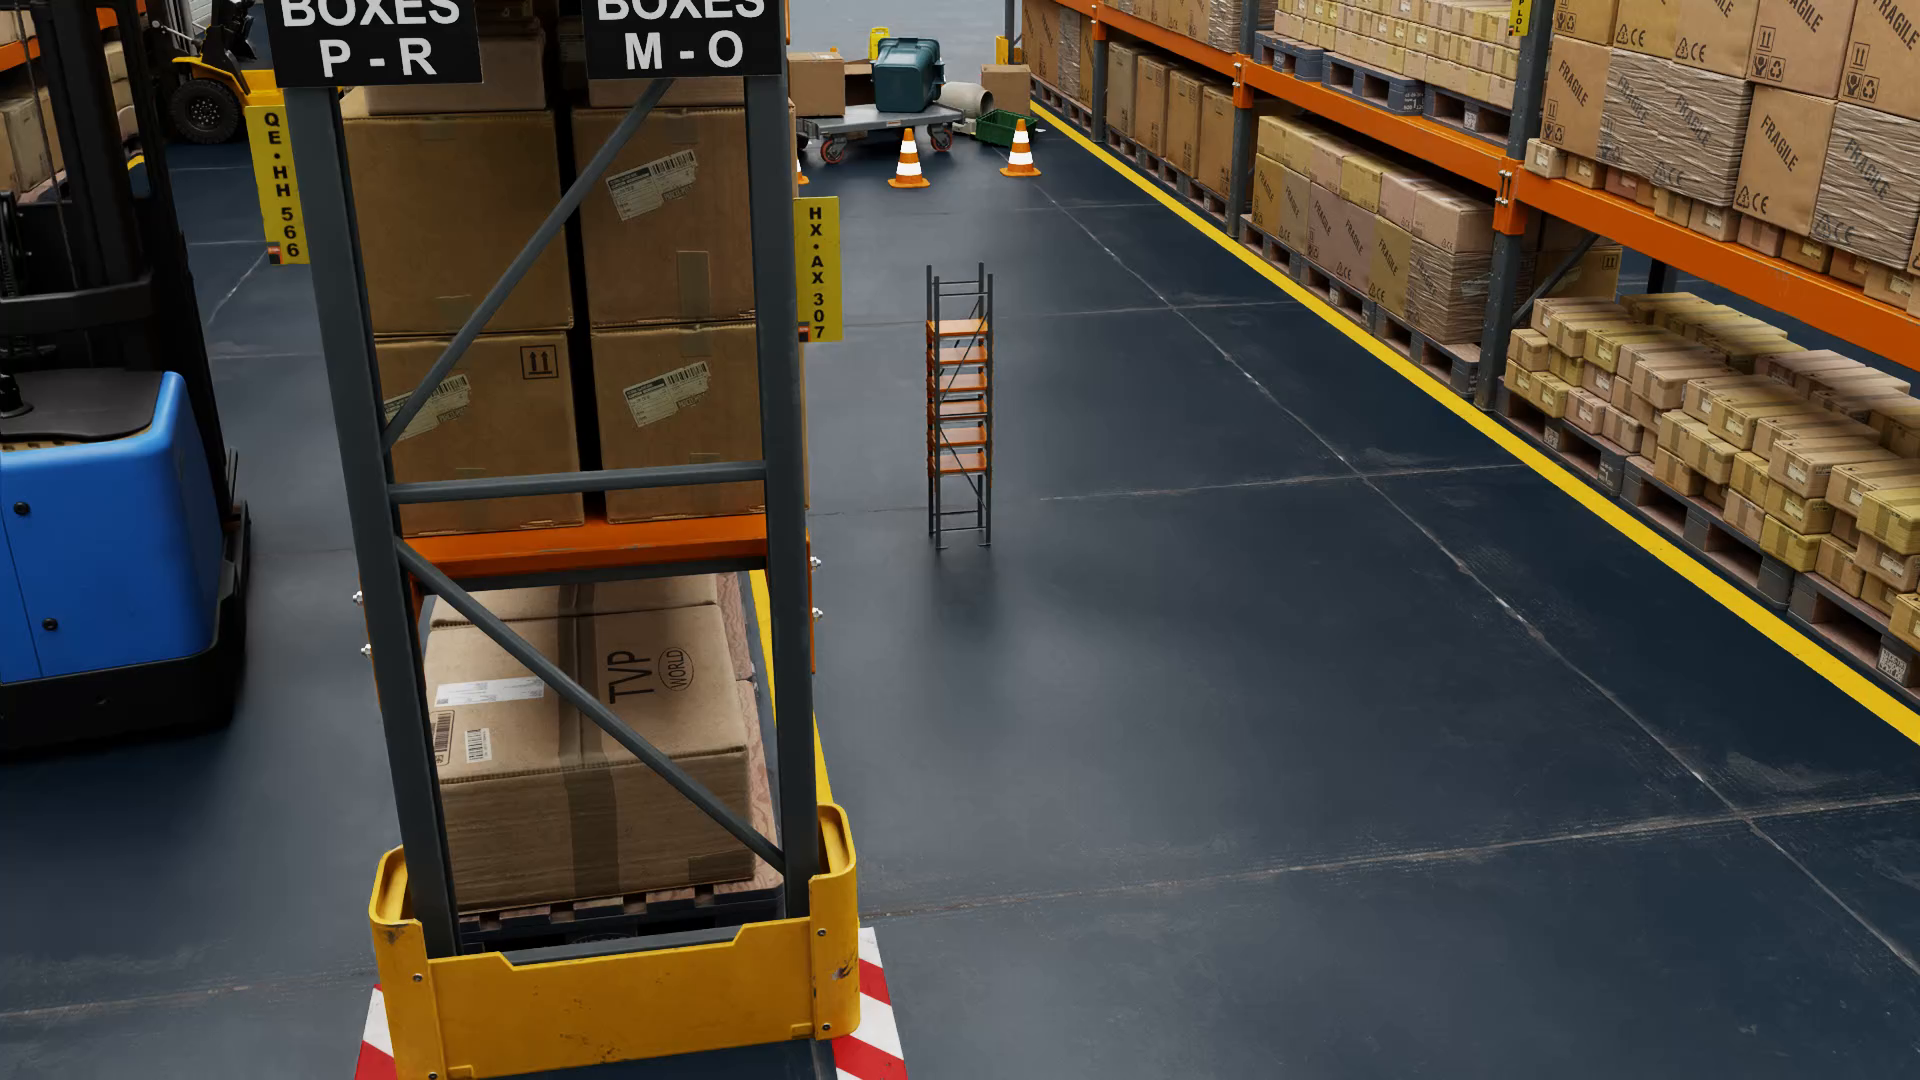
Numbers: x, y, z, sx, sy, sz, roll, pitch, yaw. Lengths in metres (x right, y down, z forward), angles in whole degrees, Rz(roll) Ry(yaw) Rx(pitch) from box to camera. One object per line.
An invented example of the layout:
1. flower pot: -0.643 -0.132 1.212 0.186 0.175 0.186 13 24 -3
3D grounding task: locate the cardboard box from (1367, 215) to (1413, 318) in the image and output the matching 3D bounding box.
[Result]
1. cardboard box: 2.767 -1.626 9.824 0.500 0.500 0.500 -5 24 -11

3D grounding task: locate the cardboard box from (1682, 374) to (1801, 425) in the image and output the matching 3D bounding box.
1. cardboard box: 3.362 -0.596 7.161 0.380 0.149 0.250 -5 24 -12

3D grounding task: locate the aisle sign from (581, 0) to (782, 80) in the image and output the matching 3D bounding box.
1. aisle sign: -0.563 -1.310 3.253 0.394 0.787 0.004 -4 24 -10

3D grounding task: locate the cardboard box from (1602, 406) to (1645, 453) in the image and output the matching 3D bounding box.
1. cardboard box: 3.239 -0.529 7.751 0.380 0.149 0.250 -5 24 -11

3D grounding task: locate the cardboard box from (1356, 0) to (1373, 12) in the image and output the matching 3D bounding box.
1. cardboard box: 2.645 -3.315 10.139 0.380 0.149 0.250 -4 24 -8

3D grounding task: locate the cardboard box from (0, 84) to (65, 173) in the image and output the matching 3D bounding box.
1. cardboard box: -7.850 -3.376 13.675 0.875 0.625 0.625 -3 24 -7

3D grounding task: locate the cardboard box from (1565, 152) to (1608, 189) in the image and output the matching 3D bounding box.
1. cardboard box: 3.097 -1.758 7.841 0.380 0.149 0.250 -4 24 -8

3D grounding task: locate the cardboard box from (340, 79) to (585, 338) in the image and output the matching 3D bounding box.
1. cardboard box: -1.184 -0.801 3.963 0.500 0.500 0.500 -4 24 -8

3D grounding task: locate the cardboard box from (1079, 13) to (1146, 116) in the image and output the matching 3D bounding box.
1. cardboard box: 1.719 -4.723 16.446 0.875 0.875 0.875 -4 24 -9

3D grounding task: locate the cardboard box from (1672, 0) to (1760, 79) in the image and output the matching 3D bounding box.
1. cardboard box: 3.263 -2.146 6.671 0.500 0.500 0.500 -4 24 -9

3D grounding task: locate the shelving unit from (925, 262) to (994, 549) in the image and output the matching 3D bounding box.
1. shelving unit: -0.003 -0.556 7.023 0.258 1.200 0.189 -4 24 -10

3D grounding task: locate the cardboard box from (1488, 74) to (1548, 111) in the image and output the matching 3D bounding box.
1. cardboard box: 2.977 -2.324 8.612 0.380 0.149 0.250 -5 24 -11

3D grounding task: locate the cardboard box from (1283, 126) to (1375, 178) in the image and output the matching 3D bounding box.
1. cardboard box: 2.489 -2.580 11.071 0.500 0.250 0.500 -5 24 -10

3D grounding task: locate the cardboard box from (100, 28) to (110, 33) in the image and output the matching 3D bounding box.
1. cardboard box: -8.616 -4.844 16.254 0.500 0.250 0.500 -4 24 -10

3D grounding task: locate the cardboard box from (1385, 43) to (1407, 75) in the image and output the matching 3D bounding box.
1. cardboard box: 2.733 -2.836 9.785 0.380 0.149 0.250 -3 24 -7

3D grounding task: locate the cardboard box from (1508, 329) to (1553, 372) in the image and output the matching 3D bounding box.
1. cardboard box: 2.998 -0.961 8.368 0.380 0.149 0.250 -3 24 -7

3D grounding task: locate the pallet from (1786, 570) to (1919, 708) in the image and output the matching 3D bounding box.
1. pallet: 3.856 0.394 6.083 1.003 0.211 1.213 -4 24 -10

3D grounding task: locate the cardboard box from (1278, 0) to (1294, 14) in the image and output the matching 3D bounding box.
1. cardboard box: 2.398 -3.687 11.361 0.380 0.149 0.250 -3 24 -7

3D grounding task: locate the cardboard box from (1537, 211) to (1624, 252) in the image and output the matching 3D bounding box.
1. cardboard box: 3.368 -1.806 9.298 0.500 0.250 0.500 -5 24 -12

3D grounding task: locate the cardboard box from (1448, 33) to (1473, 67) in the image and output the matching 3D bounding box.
1. cardboard box: 2.885 -2.662 9.014 0.380 0.149 0.250 -3 24 -7

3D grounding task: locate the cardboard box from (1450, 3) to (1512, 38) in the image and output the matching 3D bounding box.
1. cardboard box: 2.883 -2.806 8.972 0.380 0.149 0.250 -5 24 -11

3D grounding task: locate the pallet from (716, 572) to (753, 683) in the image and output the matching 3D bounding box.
1. pallet: -1.308 0.365 6.151 1.003 0.211 1.213 -4 24 -10

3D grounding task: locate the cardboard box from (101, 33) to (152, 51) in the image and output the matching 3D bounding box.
1. cardboard box: -8.016 -4.684 15.889 0.500 0.250 0.500 -5 24 -11

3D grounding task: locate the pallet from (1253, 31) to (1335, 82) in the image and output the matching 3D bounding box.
1. pallet: 2.742 -3.318 11.338 1.213 0.211 1.003 -4 24 -10

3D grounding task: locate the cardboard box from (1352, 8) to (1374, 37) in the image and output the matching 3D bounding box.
1. cardboard box: 2.637 -3.180 10.202 0.380 0.149 0.250 -5 24 -10

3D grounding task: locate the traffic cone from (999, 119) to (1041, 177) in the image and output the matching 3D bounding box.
1. traffic cone: 0.530 -3.450 14.570 0.336 0.463 0.334 -4 24 -10

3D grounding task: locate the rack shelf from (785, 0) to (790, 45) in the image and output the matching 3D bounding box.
1. rack shelf: -1.231 -1.957 5.134 1.077 0.370 4.000 -4 24 -10

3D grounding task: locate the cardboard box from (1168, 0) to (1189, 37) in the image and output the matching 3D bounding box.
1. cardboard box: 1.975 -4.274 13.164 0.500 0.500 0.500 -5 24 -11

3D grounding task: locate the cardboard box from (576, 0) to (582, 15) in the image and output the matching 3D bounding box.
1. cardboard box: -1.663 -1.798 6.246 0.500 0.500 0.500 -5 24 -10

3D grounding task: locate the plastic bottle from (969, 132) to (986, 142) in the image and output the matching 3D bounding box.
1. plastic bottle: 0.232 -3.902 16.107 0.133 0.061 0.283 -19 30 -37

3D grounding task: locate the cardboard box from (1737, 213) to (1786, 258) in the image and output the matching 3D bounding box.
1. cardboard box: 3.363 -1.238 6.650 0.380 0.149 0.250 -3 24 -8

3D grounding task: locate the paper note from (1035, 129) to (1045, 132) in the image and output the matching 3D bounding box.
1. paper note: 0.752 -4.089 16.572 0.142 0.020 0.147 18 29 36

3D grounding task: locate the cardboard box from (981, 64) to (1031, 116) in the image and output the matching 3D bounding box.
1. cardboard box: 0.471 -4.642 17.250 0.500 0.500 0.500 0 24 -1

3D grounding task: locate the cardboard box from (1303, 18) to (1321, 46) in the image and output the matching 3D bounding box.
1. cardboard box: 2.490 -3.353 10.968 0.380 0.149 0.250 -3 24 -7

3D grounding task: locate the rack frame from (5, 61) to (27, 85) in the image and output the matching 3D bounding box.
1. rack frame: -7.957 -4.477 13.752 1.000 3.000 0.127 -4 24 -10

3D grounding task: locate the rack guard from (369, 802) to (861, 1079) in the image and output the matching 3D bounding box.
1. rack guard: -0.856 1.030 4.268 1.175 0.500 0.348 -4 24 -10

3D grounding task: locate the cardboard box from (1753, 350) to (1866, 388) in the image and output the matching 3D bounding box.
1. cardboard box: 3.819 -0.740 7.491 0.380 0.149 0.250 -5 24 -12

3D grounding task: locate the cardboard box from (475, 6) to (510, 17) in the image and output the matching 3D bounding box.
1. cardboard box: -1.325 -1.246 4.171 0.380 0.149 0.250 -5 24 -10

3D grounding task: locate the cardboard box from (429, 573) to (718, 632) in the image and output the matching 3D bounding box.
1. cardboard box: -1.259 0.245 5.618 0.875 0.438 0.875 -4 24 -8

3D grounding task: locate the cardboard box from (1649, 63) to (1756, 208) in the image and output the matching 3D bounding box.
1. cardboard box: 3.246 -1.679 6.849 0.500 0.500 0.500 -5 24 -11

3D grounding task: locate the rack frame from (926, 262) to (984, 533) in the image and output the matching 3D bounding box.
1. rack frame: -0.020 -0.592 7.105 0.240 1.200 0.006 -4 24 -10

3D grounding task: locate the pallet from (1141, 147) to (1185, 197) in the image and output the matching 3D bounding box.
1. pallet: 2.212 -3.195 14.301 1.003 0.211 1.213 -4 24 -10

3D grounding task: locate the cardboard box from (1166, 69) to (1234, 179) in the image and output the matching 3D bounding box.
1. cardboard box: 2.317 -3.429 13.641 1.050 0.750 0.750 -4 24 -9

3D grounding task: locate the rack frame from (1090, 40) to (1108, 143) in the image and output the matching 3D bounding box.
1. rack frame: 1.766 -5.251 15.526 1.000 3.000 0.127 -4 24 -10

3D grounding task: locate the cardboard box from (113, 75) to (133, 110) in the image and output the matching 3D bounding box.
1. cardboard box: -7.838 -4.049 15.059 0.500 0.250 0.500 -4 24 -10

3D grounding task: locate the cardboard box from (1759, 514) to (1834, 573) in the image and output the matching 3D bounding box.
1. cardboard box: 3.404 -0.005 6.550 0.380 0.149 0.250 -5 24 -12

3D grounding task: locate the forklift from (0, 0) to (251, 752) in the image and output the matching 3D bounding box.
1. forklift: -3.518 -1.170 6.267 1.130 2.935 3.031 -8 25 -18

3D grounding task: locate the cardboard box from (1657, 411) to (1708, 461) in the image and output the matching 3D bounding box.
1. cardboard box: 3.273 -0.454 7.208 0.380 0.149 0.250 -4 24 -10

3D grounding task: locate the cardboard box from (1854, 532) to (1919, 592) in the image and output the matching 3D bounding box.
1. cardboard box: 3.509 0.056 6.041 0.380 0.149 0.250 -5 24 -12

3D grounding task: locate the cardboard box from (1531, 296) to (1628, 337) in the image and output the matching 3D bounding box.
1. cardboard box: 3.106 -1.113 8.344 0.380 0.149 0.250 -3 24 -8

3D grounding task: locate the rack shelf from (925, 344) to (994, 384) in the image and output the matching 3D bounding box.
1. rack shelf: -0.003 -0.735 6.945 0.258 0.103 0.180 -4 24 -10

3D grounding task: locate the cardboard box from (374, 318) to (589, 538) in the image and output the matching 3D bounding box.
1. cardboard box: -1.210 -0.341 4.159 0.500 0.500 0.500 -4 24 -9

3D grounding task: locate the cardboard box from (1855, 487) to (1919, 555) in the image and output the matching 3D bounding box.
1. cardboard box: 3.475 -0.075 5.968 0.380 0.149 0.250 -5 24 -11
